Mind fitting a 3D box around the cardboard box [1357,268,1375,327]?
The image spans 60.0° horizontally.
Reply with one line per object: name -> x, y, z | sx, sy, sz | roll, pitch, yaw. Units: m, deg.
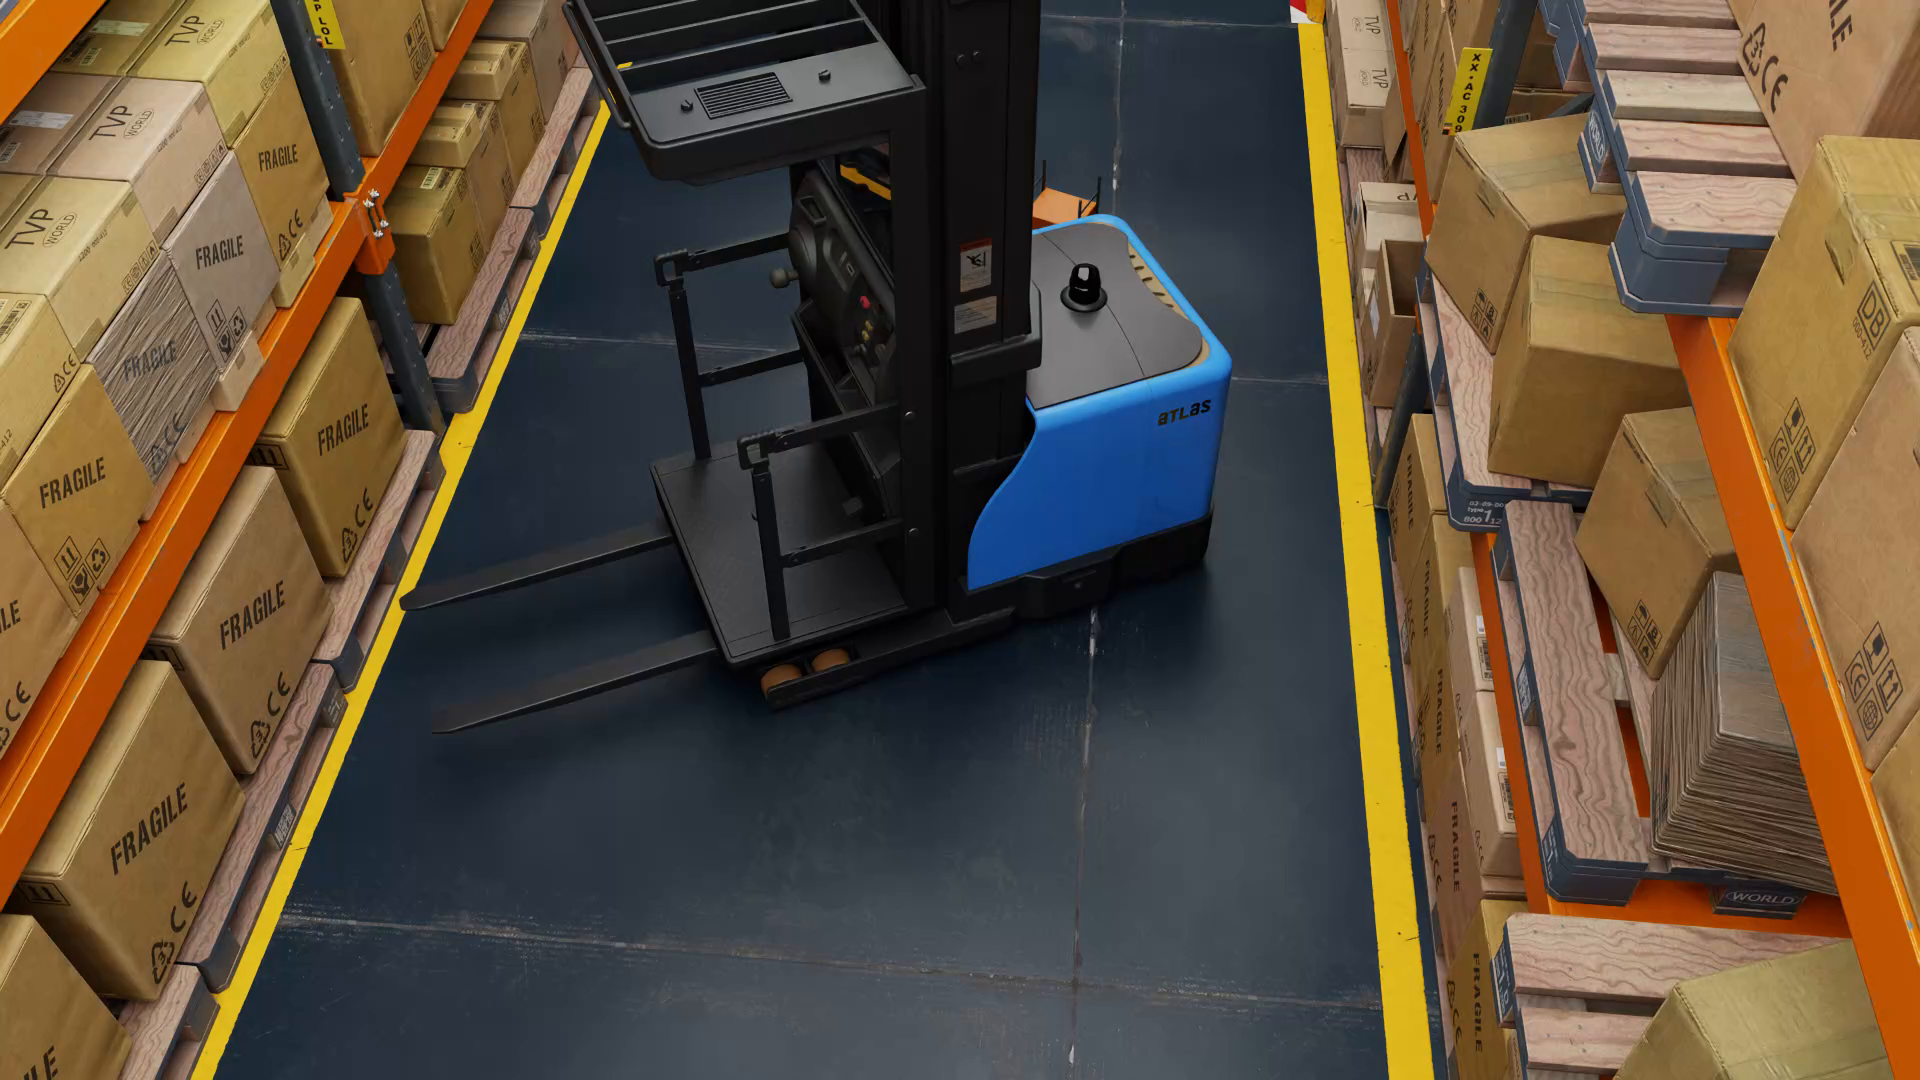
cardboard box -> 1.957, -1.054, 7.315 | 0.380, 0.149, 0.250 | 4, 48, 4

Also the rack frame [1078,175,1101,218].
rack frame -> 0.517, -1.045, 6.994 | 0.008, 1.050, 0.200 | 21, 51, 18

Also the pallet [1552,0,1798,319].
pallet -> 1.992, -0.862, 3.600 | 1.213, 0.211, 1.003 | 4, 48, 4

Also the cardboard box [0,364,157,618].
cardboard box -> -2.643, -0.154, 4.575 | 0.500, 0.500, 0.500 | 5, 48, 5

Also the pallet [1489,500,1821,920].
pallet -> 2.021, 0.425, 4.459 | 1.003, 0.211, 1.213 | 4, 48, 4

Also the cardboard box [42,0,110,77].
cardboard box -> -3.022, -1.554, 5.347 | 0.500, 0.250, 0.500 | 5, 48, 5

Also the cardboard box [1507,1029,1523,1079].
cardboard box -> 1.701, 1.487, 4.245 | 0.500, 0.250, 0.500 | 6, 48, 5

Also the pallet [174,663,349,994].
pallet -> -2.824, 0.932, 5.755 | 1.003, 0.211, 1.213 | 4, 48, 4

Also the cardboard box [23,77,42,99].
cardboard box -> -3.063, -1.169, 4.995 | 0.500, 0.250, 0.500 | 4, 48, 4

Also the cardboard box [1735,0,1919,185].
cardboard box -> 1.975, -1.026, 3.203 | 0.600, 0.600, 0.600 | 2, 48, 2

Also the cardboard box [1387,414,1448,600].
cardboard box -> 1.926, -0.116, 6.219 | 0.500, 0.500, 0.500 | 2, 48, 2

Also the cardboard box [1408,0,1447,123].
cardboard box -> 2.049, -1.947, 6.430 | 0.500, 0.500, 0.500 | 5, 48, 5

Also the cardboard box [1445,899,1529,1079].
cardboard box -> 1.747, 1.401, 4.832 | 0.500, 0.500, 0.500 | 2, 48, 2

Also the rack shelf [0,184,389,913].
rack shelf -> -2.903, 0.232, 4.993 | 1.077, 0.370, 4.000 | 4, 48, 4

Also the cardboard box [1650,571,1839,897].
cardboard box -> 2.067, 0.484, 3.922 | 0.700, 0.500, 0.500 | 12, 49, 11

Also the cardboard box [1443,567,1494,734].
cardboard box -> 1.835, 0.366, 5.270 | 0.500, 0.250, 0.500 | 4, 48, 4

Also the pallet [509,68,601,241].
pallet -> -2.465, -1.992, 8.429 | 1.003, 0.211, 1.213 | 4, 48, 4

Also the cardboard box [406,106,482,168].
cardboard box -> -2.337, -1.779, 7.315 | 0.380, 0.149, 0.250 | 5, 48, 5

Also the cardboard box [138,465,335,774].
cardboard box -> -2.728, 0.243, 5.667 | 0.750, 0.750, 0.750 | 5, 48, 5

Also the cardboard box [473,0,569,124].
cardboard box -> -2.411, -2.459, 8.376 | 0.700, 0.500, 0.500 | 2, 48, 2

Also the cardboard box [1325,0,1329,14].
cardboard box -> 2.197, -2.991, 9.087 | 0.380, 0.149, 0.250 | 4, 48, 4

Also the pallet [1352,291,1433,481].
pallet -> 2.277, -0.713, 7.260 | 1.003, 0.211, 1.213 | 4, 48, 4

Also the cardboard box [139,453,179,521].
cardboard box -> -2.629, -0.204, 5.061 | 0.380, 0.149, 0.250 | 3, 48, 2

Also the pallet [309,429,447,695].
pallet -> -2.716, 0.033, 6.577 | 1.003, 0.211, 1.213 | 4, 48, 4

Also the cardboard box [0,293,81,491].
cardboard box -> -2.657, -0.390, 4.282 | 0.500, 0.250, 0.500 | 3, 48, 3

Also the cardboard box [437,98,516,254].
cardboard box -> -2.501, -1.690, 7.672 | 0.700, 0.500, 0.500 | 3, 48, 3

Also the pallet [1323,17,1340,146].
pallet -> 2.499, -2.506, 8.900 | 1.003, 0.211, 1.213 | 4, 48, 4

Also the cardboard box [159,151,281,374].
cardboard box -> -2.548, -0.890, 5.248 | 0.500, 0.500, 0.500 | 4, 48, 4

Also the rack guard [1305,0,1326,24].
rack guard -> 2.571, -3.190, 9.329 | 1.175, 0.500, 0.348 | 4, 48, 4

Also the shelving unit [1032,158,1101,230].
shelving unit -> 0.409, -1.087, 7.032 | 0.252, 1.050, 0.215 | 21, 51, 18

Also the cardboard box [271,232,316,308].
cardboard box -> -2.469, -0.948, 5.741 | 0.380, 0.149, 0.250 | 5, 48, 4

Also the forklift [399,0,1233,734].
forklift -> -0.581, -0.814, 5.508 | 3.031, 2.935, 1.130 | -17, 50, -15

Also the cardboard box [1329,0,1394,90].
cardboard box -> 2.200, -2.562, 8.626 | 0.500, 0.250, 0.500 | 4, 48, 4

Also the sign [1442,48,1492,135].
sign -> 1.672, -1.473, 5.478 | 0.100, 0.325, 0.005 | 4, 48, 4

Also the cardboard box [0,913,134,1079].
cardboard box -> -2.887, 1.511, 4.507 | 0.750, 0.750, 0.750 | 3, 48, 3

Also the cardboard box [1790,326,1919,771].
cardboard box -> 1.901, 0.046, 2.575 | 0.910, 0.500, 0.500 | 4, 48, 4

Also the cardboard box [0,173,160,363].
cardboard box -> -2.611, -0.764, 4.625 | 0.500, 0.250, 0.500 | 5, 48, 4

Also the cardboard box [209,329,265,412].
cardboard box -> -2.503, -0.562, 5.388 | 0.380, 0.149, 0.250 | 4, 48, 4

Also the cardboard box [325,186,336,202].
cardboard box -> -2.761, -1.447, 7.010 | 0.380, 0.149, 0.250 | 4, 48, 3

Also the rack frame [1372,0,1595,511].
rack frame -> 2.213, -1.150, 5.769 | 1.000, 3.000, 0.127 | 4, 48, 4

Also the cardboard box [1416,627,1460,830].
cardboard box -> 1.836, 0.644, 5.524 | 0.500, 0.500, 0.500 | 4, 48, 4

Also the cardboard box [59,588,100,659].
cardboard box -> -2.695, 0.183, 4.707 | 0.380, 0.149, 0.250 | 4, 48, 4

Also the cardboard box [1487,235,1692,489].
cardboard box -> 1.948, -0.483, 4.807 | 0.700, 0.500, 0.500 | 11, 48, 10

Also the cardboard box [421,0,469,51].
cardboard box -> -2.583, -2.515, 6.814 | 0.980, 0.700, 0.700 | 3, 48, 3

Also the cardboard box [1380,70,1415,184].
cardboard box -> 2.379, -1.837, 7.791 | 0.797, 0.503, 0.637 | 4, 48, 4

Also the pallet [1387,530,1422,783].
pallet -> 2.177, 0.391, 6.249 | 1.003, 0.211, 1.213 | 4, 48, 4

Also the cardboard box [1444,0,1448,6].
cardboard box -> 2.045, -2.287, 6.063 | 0.500, 0.500, 0.500 | 3, 48, 3

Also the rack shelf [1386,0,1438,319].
rack shelf -> 2.395, -2.377, 7.379 | 1.077, 0.370, 4.000 | 4, 48, 4
